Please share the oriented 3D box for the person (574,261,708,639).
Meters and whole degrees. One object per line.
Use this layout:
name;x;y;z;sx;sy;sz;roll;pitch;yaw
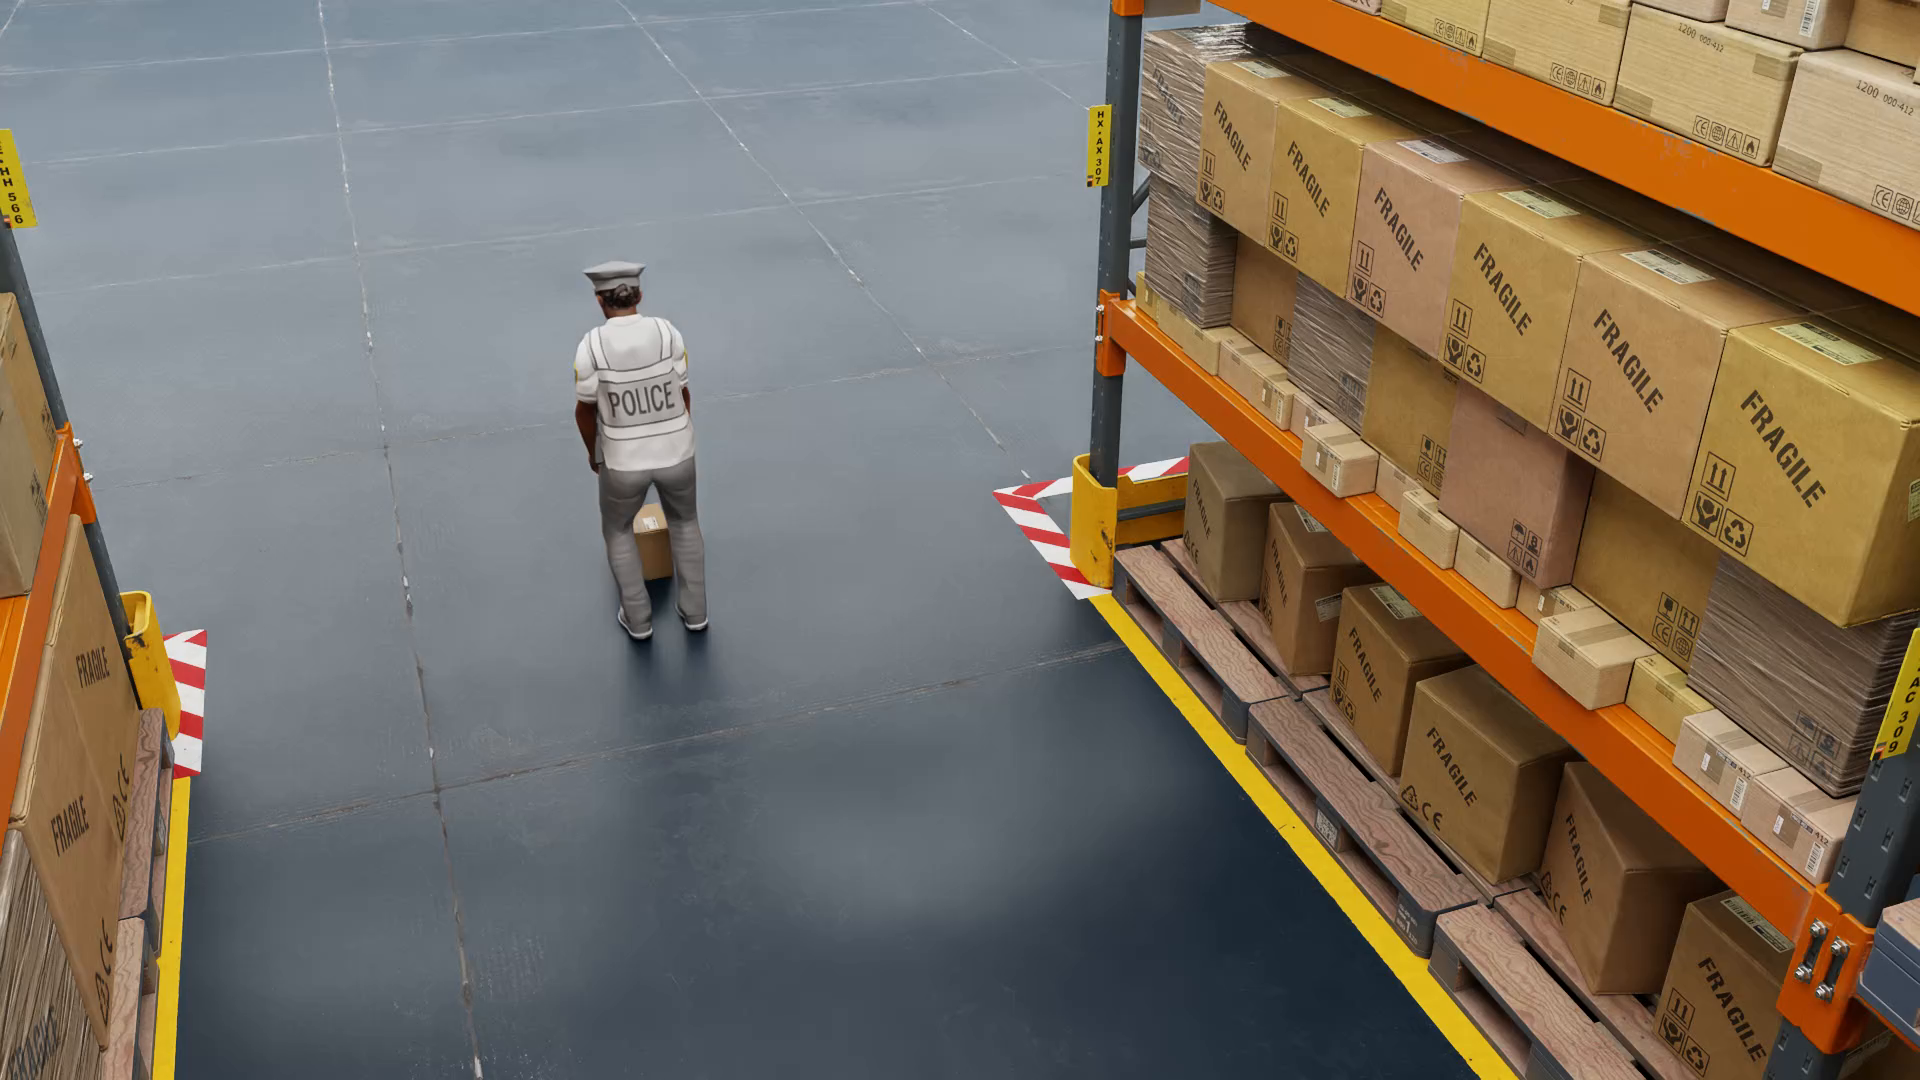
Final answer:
person;-1.310;-0.341;6.782;0.461;1.614;0.460;-10;31;-16
